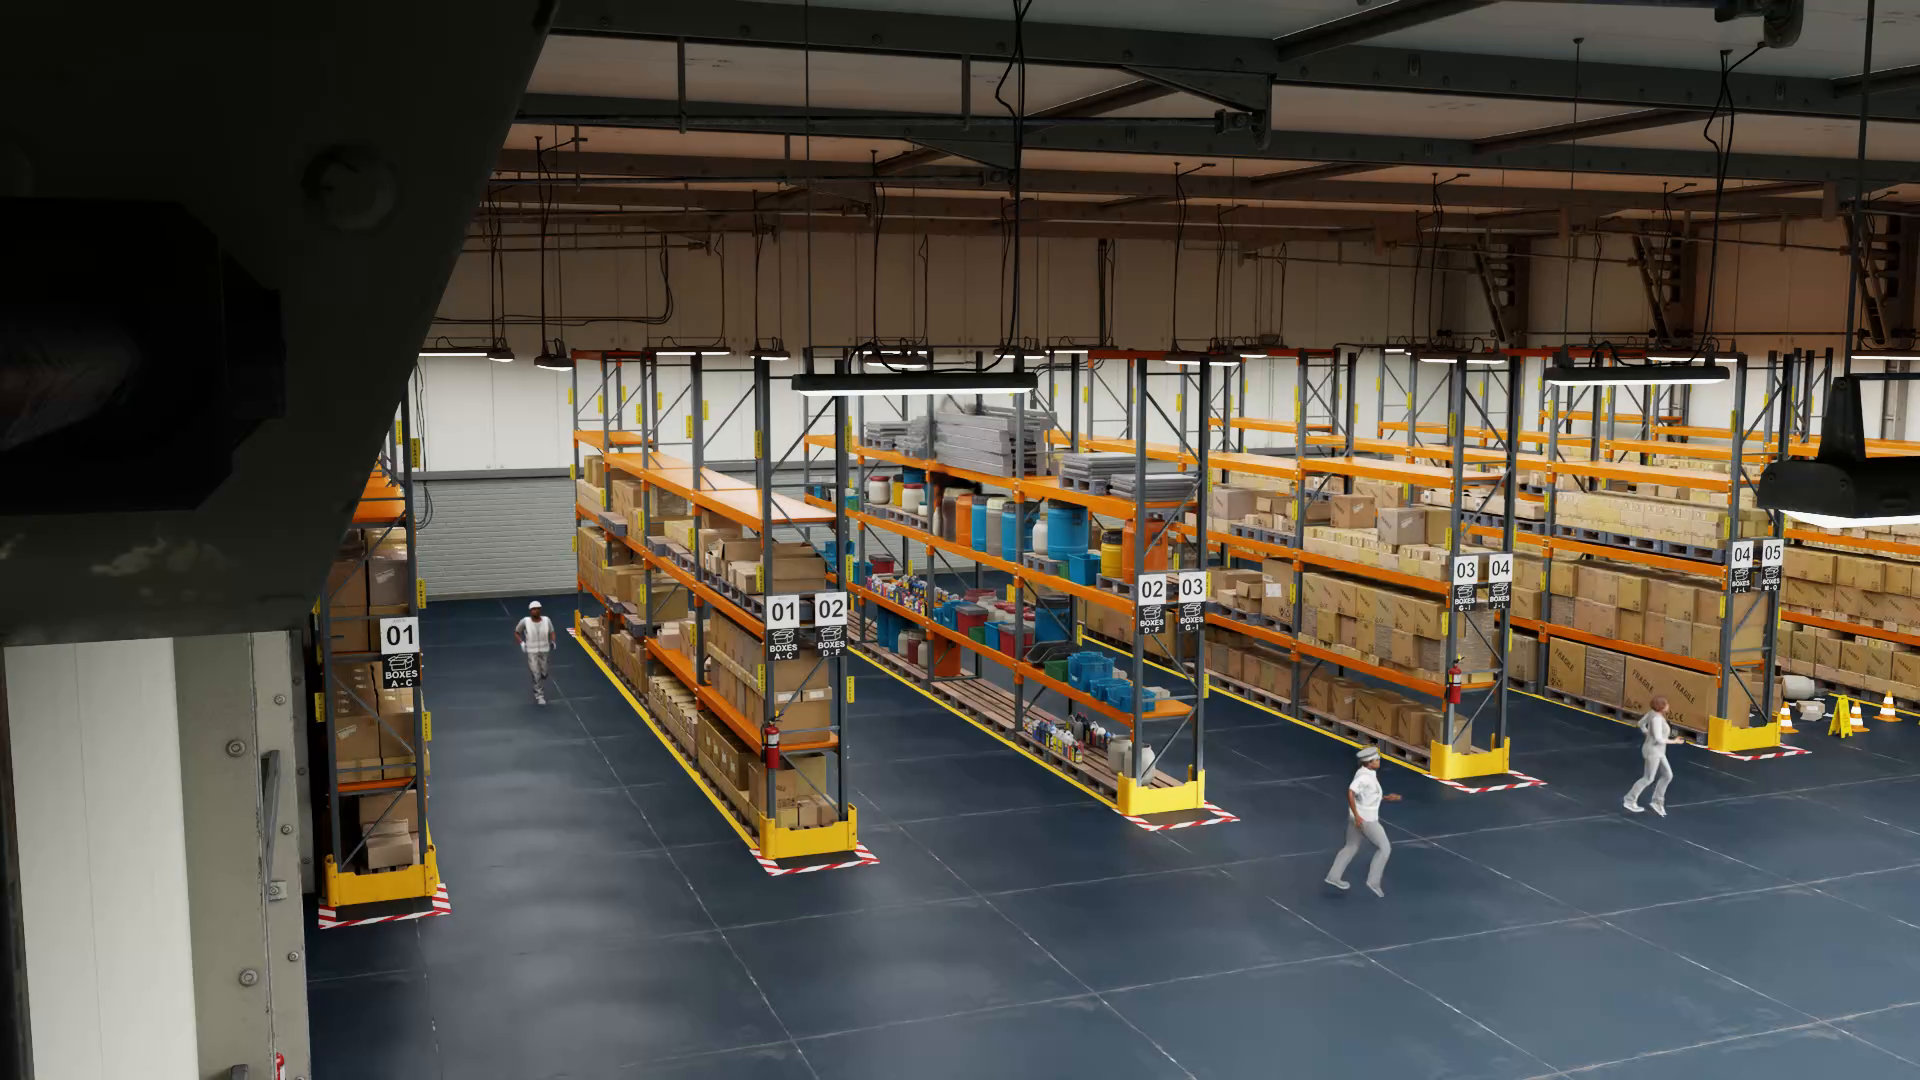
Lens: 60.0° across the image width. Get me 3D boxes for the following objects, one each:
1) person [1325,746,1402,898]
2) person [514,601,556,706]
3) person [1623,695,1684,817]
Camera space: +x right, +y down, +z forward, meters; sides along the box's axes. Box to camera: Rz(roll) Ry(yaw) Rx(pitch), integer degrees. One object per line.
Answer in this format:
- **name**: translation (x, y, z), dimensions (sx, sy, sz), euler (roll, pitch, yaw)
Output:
- **person**: translation (4.558, 3.180, 18.730), dimensions (0.823, 1.746, 0.537), euler (0, 7, 1)
- **person**: translation (-7.292, 1.921, 28.604), dimensions (0.680, 1.762, 0.802), euler (-4, 8, -27)
- **person**: translation (9.110, 2.848, 21.825), dimensions (0.698, 1.657, 0.555), euler (3, 8, 22)
